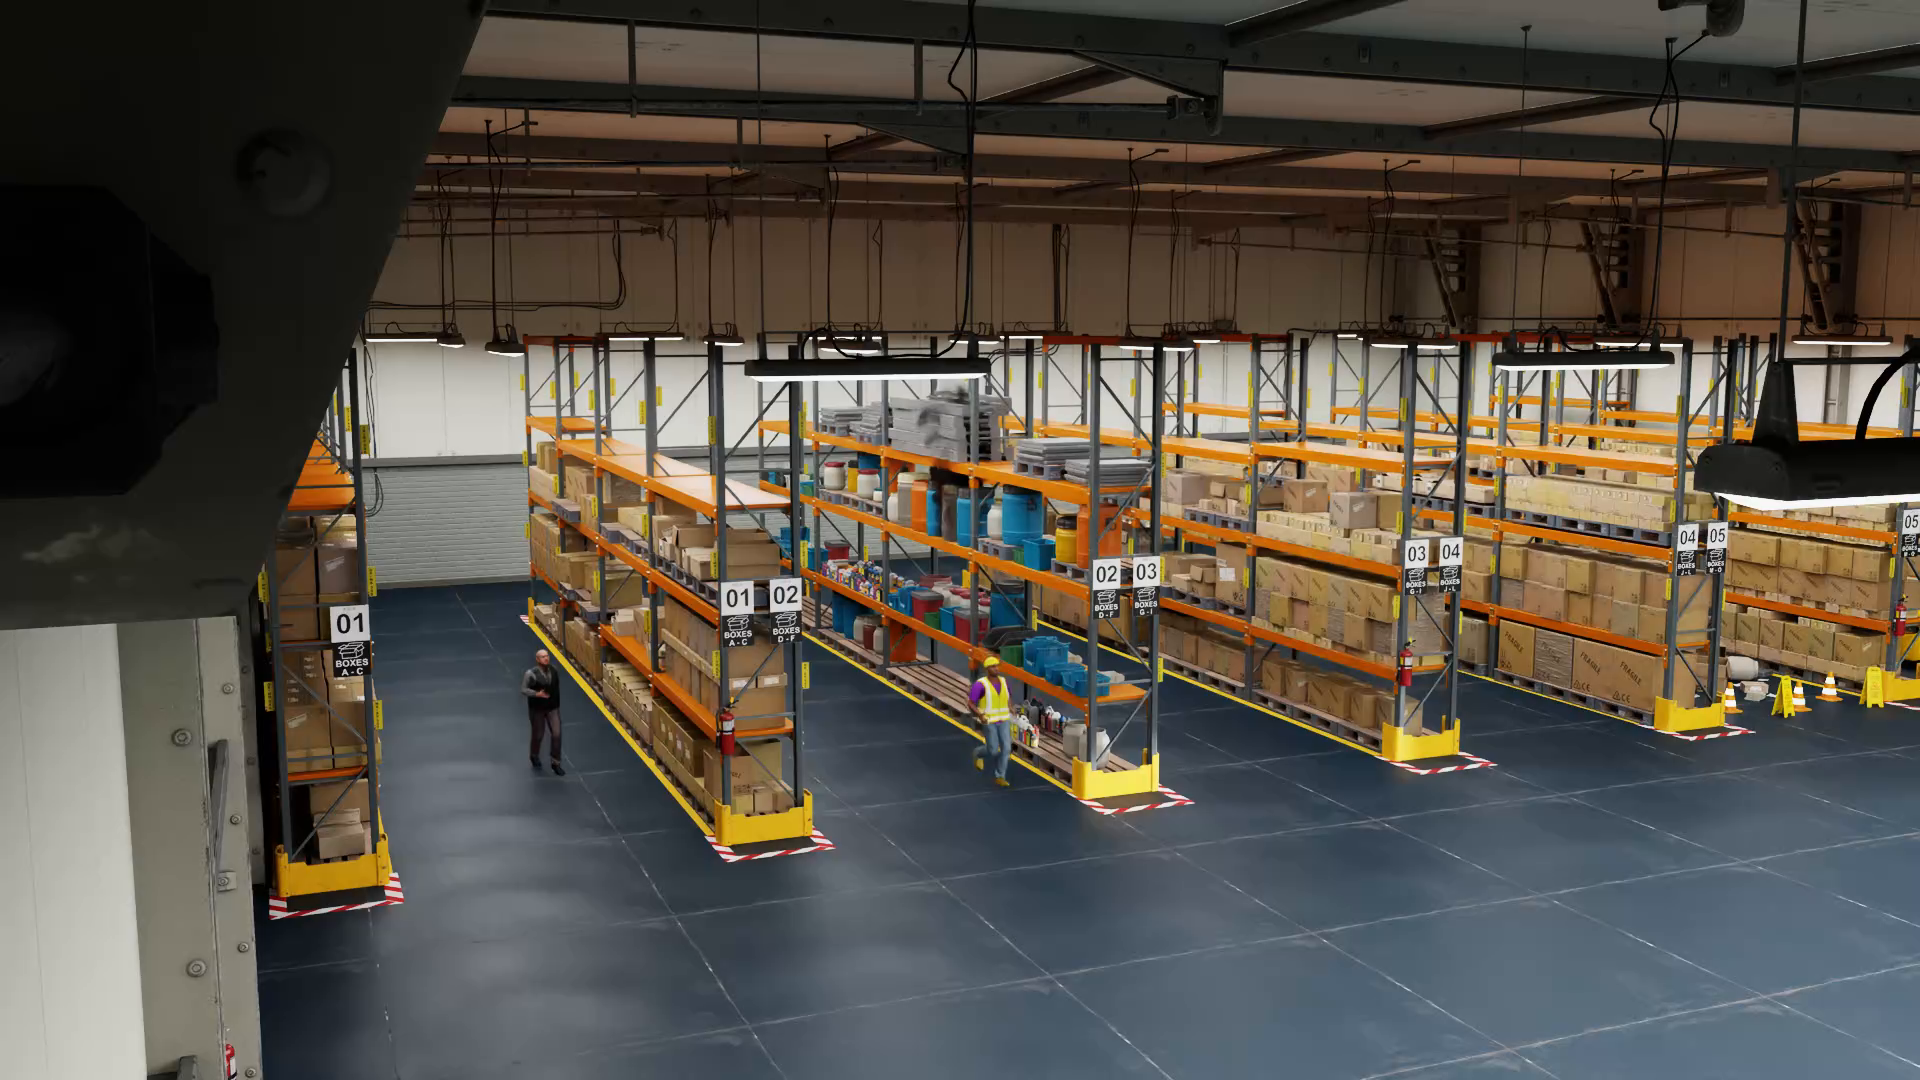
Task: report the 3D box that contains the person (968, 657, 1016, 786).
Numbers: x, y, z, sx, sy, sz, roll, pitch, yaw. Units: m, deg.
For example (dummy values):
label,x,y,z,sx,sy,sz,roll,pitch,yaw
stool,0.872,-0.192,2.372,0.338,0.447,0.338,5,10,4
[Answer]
label,x,y,z,sx,sy,sz,roll,pitch,yaw
person,0.466,2.432,22.437,0.695,1.711,0.737,-4,9,-27

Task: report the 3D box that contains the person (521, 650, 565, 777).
label,x,y,z,sx,sy,sz,roll,pitch,yaw
person,-5.833,2.400,23.254,0.642,1.772,0.803,-5,9,-34

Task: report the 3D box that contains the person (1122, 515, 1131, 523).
label,x,y,z,sx,sy,sz,roll,pitch,yaw
person,4.038,0.101,40.775,0.605,1.714,0.633,4,8,26

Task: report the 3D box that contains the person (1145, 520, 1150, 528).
label,x,y,z,sx,sy,sz,roll,pitch,yaw
person,4.837,-0.085,41.695,0.926,1.810,0.692,-4,9,-27
